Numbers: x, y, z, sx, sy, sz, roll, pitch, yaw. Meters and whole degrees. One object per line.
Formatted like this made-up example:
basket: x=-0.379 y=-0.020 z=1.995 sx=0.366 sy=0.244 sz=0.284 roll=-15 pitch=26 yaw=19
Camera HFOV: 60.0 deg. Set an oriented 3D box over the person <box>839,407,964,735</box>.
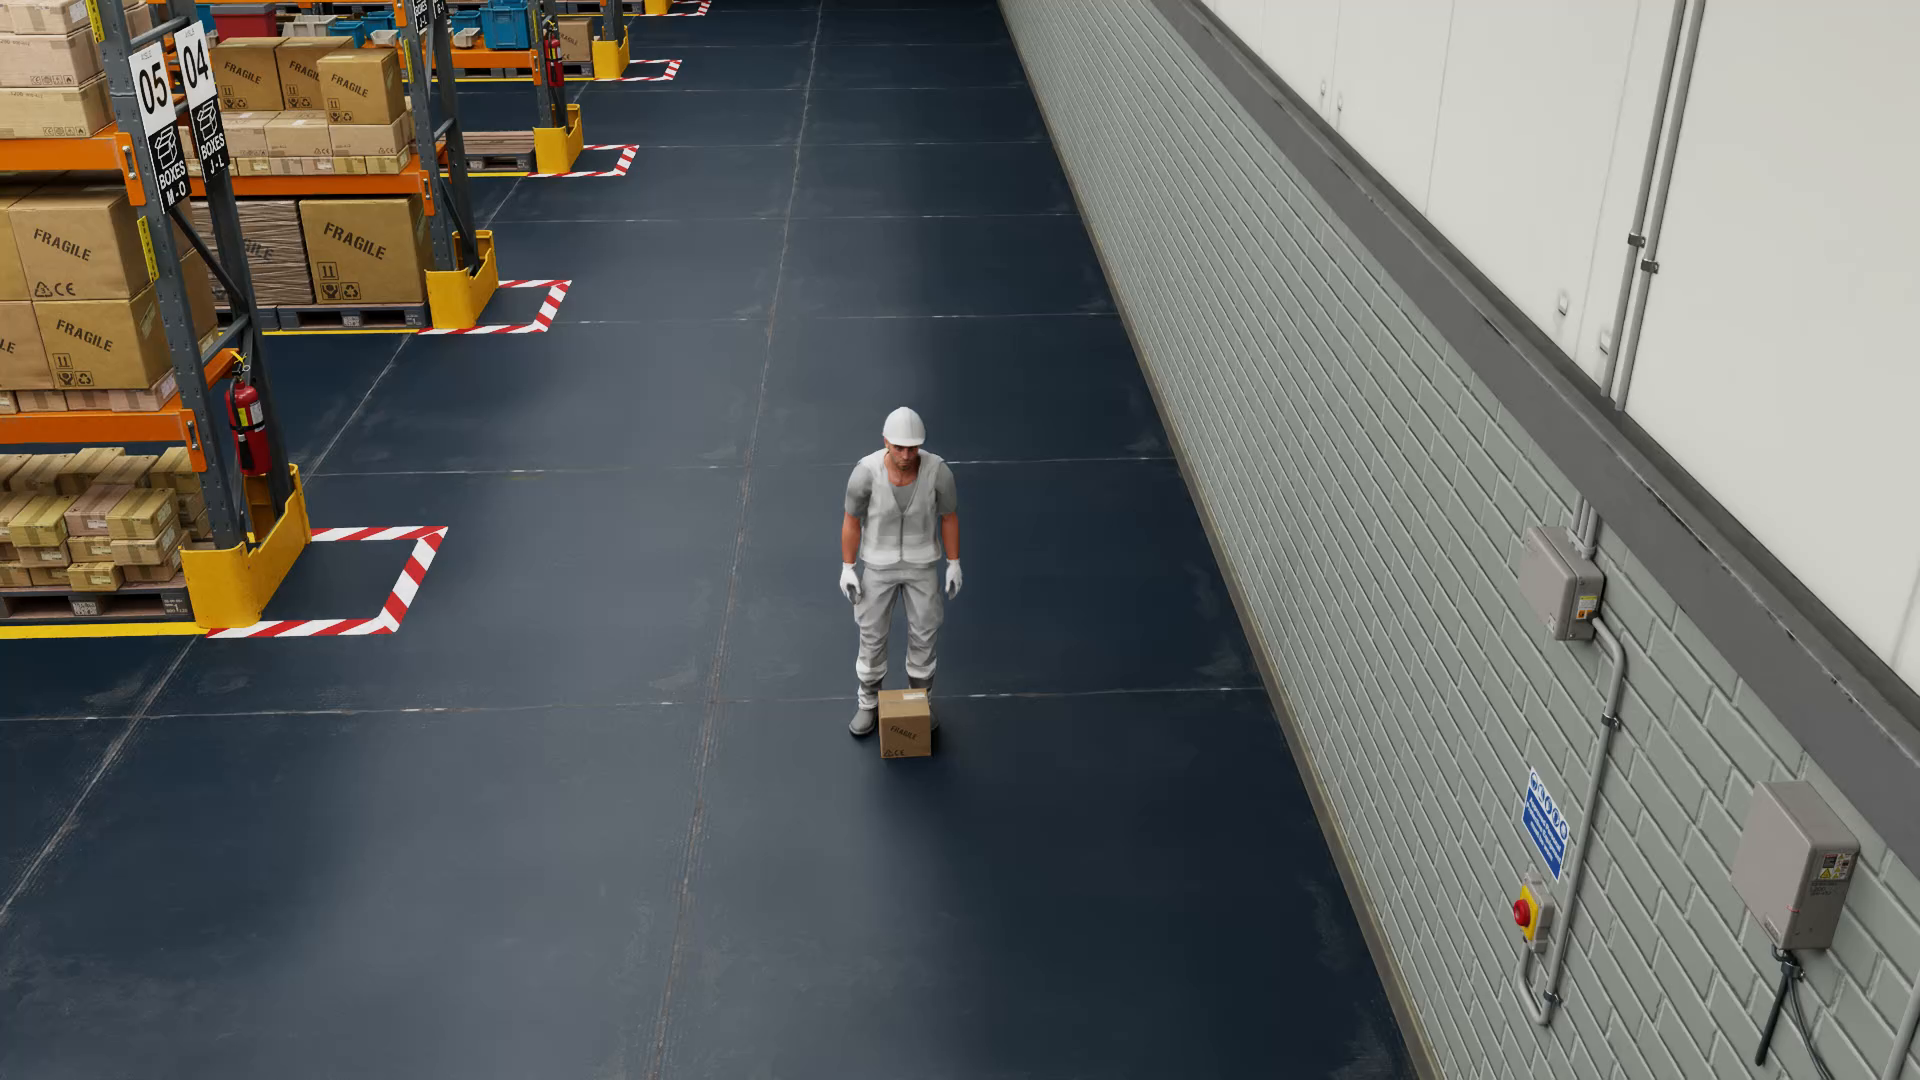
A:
person: x=-0.293 y=0.150 z=8.311 sx=0.623 sy=1.780 sz=0.446 roll=-2 pitch=27 yaw=-5
